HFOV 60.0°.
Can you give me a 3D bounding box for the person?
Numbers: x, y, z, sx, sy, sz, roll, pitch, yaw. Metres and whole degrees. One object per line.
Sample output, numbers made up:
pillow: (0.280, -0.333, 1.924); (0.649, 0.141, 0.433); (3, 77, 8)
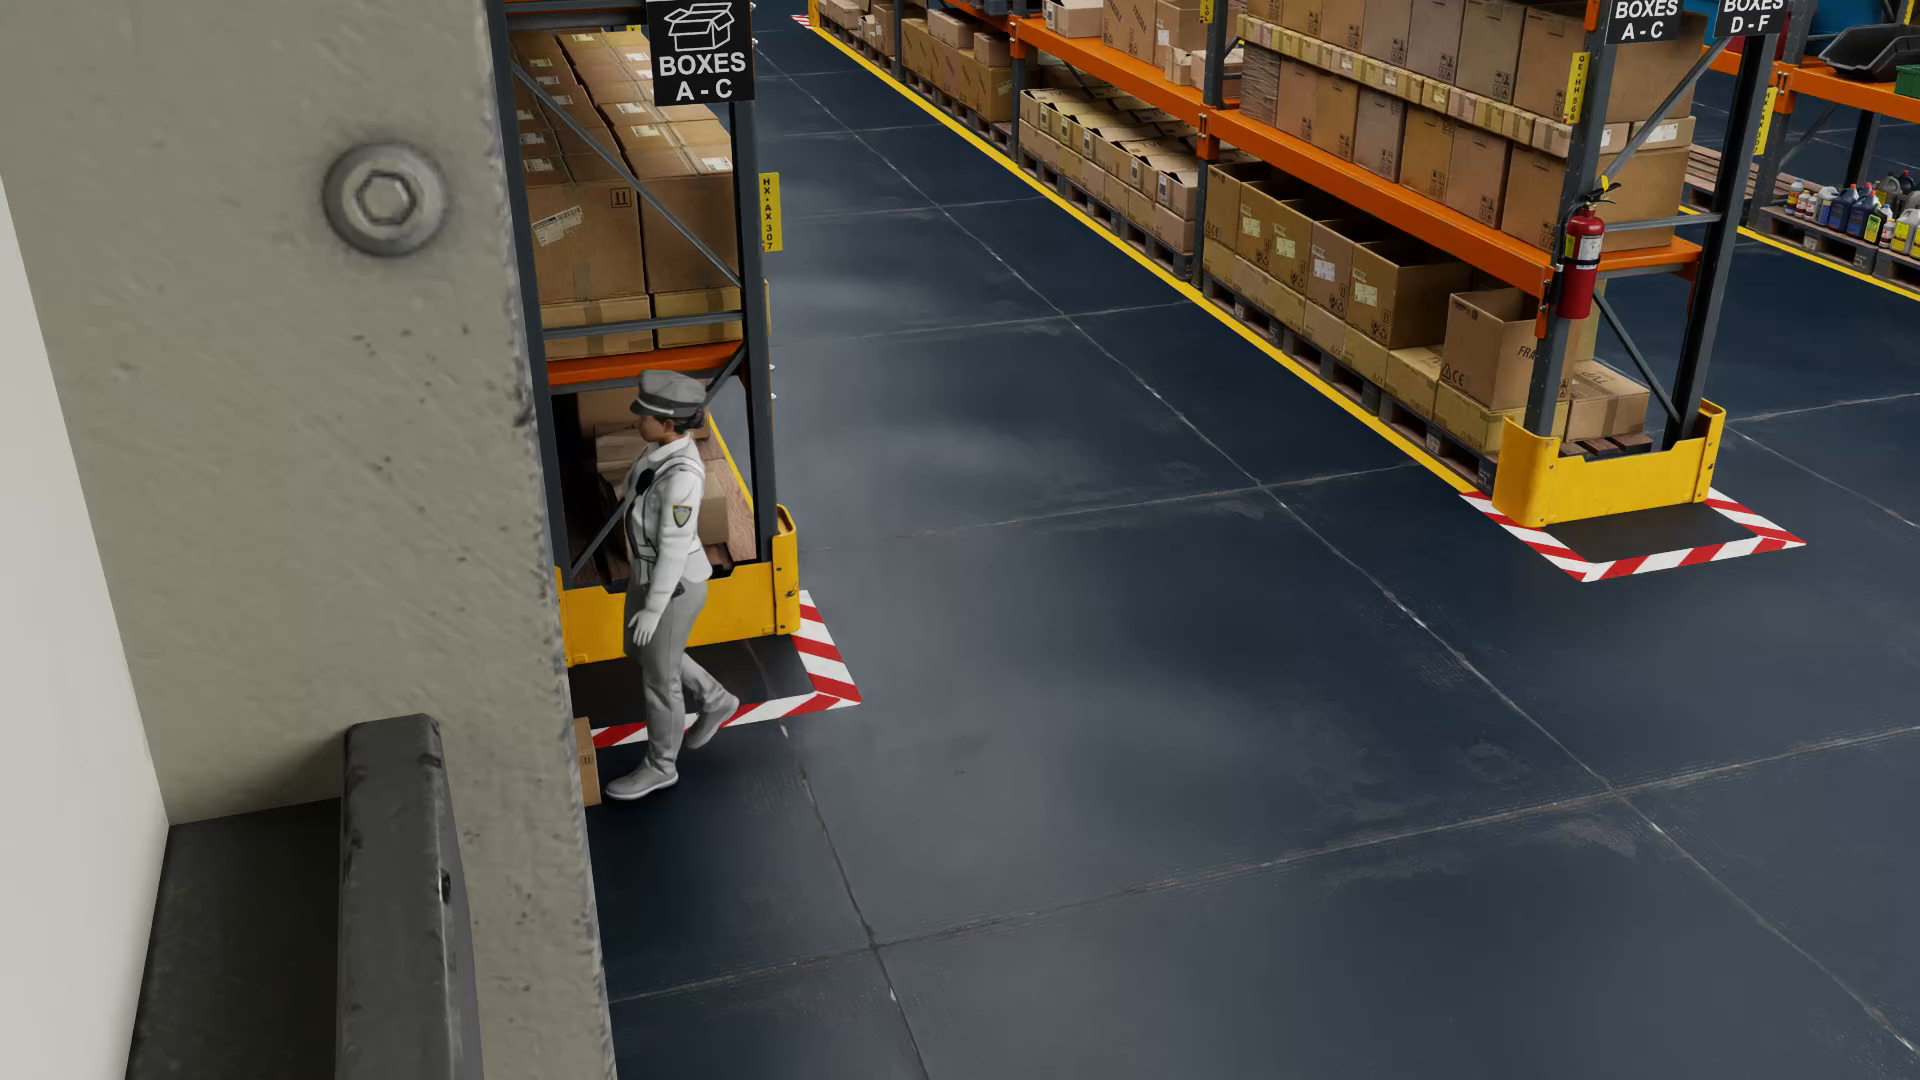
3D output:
person: (-1.128, 0.162, 6.236); (0.577, 1.673, 0.501); (-8, 28, -16)
